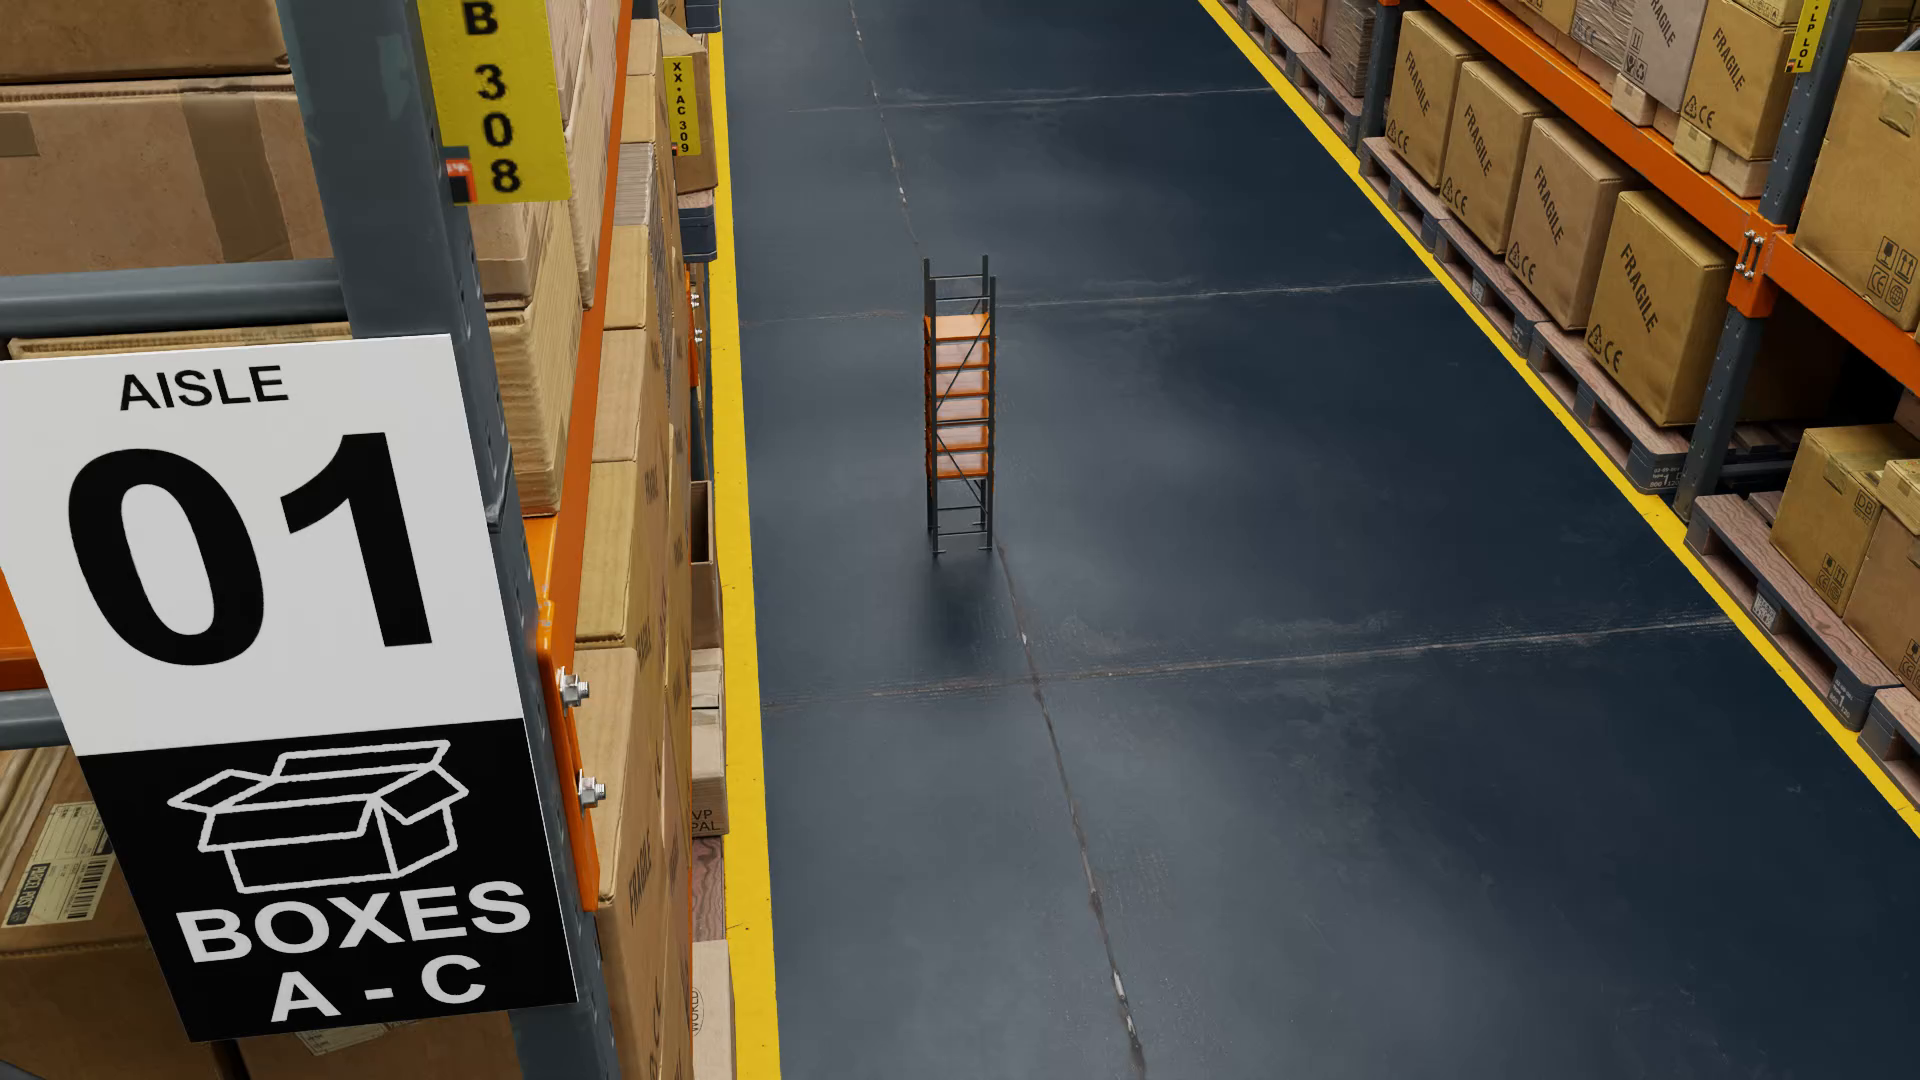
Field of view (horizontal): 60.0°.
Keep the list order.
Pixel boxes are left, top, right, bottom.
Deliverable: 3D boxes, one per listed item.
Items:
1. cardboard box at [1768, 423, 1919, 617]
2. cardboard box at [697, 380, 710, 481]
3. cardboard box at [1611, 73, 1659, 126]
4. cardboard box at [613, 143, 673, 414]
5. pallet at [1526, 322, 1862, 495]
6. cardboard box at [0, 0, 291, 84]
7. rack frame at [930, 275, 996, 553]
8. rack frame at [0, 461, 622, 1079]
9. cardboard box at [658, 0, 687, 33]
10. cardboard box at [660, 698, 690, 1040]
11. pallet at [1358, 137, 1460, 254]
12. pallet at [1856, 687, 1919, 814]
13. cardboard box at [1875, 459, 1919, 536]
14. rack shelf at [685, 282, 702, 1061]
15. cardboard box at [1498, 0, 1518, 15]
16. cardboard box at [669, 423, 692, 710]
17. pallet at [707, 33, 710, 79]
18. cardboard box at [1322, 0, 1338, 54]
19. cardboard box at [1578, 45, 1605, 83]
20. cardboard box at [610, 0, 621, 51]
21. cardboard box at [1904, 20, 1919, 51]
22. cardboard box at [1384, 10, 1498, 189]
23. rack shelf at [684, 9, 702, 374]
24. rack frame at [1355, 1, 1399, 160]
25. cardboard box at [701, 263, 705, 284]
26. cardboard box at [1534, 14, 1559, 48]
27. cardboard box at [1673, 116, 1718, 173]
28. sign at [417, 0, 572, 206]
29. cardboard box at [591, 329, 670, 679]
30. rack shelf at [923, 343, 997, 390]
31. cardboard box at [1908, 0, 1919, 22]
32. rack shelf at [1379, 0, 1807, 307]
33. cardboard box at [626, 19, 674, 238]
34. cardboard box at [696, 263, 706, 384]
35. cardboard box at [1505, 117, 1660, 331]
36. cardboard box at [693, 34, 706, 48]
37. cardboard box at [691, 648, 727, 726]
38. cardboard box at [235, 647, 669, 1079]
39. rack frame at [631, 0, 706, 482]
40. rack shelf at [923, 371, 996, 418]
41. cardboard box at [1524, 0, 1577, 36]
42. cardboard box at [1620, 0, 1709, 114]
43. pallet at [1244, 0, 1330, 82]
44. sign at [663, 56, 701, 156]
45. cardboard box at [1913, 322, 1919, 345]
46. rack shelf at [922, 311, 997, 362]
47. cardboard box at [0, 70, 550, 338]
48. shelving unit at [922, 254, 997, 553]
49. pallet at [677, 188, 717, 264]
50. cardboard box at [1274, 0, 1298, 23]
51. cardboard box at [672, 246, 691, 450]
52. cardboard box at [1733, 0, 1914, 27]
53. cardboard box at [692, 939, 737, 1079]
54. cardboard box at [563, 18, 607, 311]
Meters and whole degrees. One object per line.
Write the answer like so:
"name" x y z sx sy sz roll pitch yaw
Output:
"cardboard box" 3.470 -0.089 6.063 0.700 0.500 0.500 -4 34 -6
"cardboard box" -1.261 -0.433 6.551 0.500 0.500 0.500 -6 35 -9
"cardboard box" 3.003 -1.875 7.043 0.380 0.149 0.250 -4 35 -6
"cardboard box" -0.974 -0.621 4.021 0.500 0.500 0.500 -4 34 -6
"pallet" 3.292 -0.646 7.510 1.003 0.211 1.213 -4 35 -6
"cardboard box" -0.985 -0.743 1.537 0.700 0.500 0.500 -4 35 -6
"rack frame" 0.010 -0.453 6.349 0.240 1.200 0.006 -4 35 -6
"rack frame" -0.899 1.236 2.272 1.000 3.000 0.127 -4 35 -6
"cardboard box" -1.435 -1.871 6.370 0.700 0.500 0.500 1 34 1
"cardboard box" -0.772 0.640 3.059 0.500 0.500 0.500 -5 35 -7
"pallet" 2.964 -2.007 9.508 1.003 0.211 1.213 -4 35 -6
"pallet" 3.663 0.892 5.254 1.003 0.211 1.213 -4 35 -6
"cardboard box" 3.335 -0.152 5.580 0.380 0.149 0.250 -3 34 -5
"rack shelf" -1.168 0.418 4.113 1.077 0.370 4.000 -4 35 -6
"cardboard box" 2.924 -2.737 8.308 0.380 0.149 0.250 -4 34 -5
"cardboard box" -0.903 0.081 3.879 0.500 0.500 0.500 -4 34 -6
"pallet" -2.208 -3.217 11.284 1.003 0.211 1.213 -4 35 -6
"cardboard box" 2.830 -3.448 10.975 0.700 0.500 0.500 -4 35 -6
"cardboard box" 3.017 -2.157 7.457 0.380 0.149 0.250 -5 35 -8
"cardboard box" -0.913 -1.085 3.148 0.500 0.250 0.500 -4 35 -6
"cardboard box" 3.659 -1.821 6.388 0.500 0.500 0.500 -6 35 -8
"cardboard box" 2.902 -2.470 9.247 0.750 0.750 0.750 -5 35 -7
"rack shelf" -1.706 -1.815 7.388 1.077 0.370 4.000 -4 35 -6
"rack frame" 2.933 -3.605 9.377 1.000 3.000 0.127 -4 35 -6
"cardboard box" -1.548 -1.584 8.240 0.500 0.500 0.500 -6 35 -8
"cardboard box" 2.965 -2.453 7.892 0.380 0.149 0.250 -4 34 -6
"cardboard box" 3.087 -1.584 6.616 0.380 0.149 0.250 -4 34 -5
"sign" -0.362 -0.406 1.242 0.100 0.325 0.005 -4 35 -6
"cardboard box" -0.838 -0.056 3.193 0.500 0.500 0.500 -4 34 -6
"rack shelf" -0.002 -0.665 6.314 0.258 0.103 0.180 -4 35 -6
"cardboard box" 3.667 -2.132 6.178 0.500 0.250 0.500 -3 34 -5
"rack shelf" 3.202 -2.192 7.942 1.077 0.370 4.000 -4 35 -6
"cardboard box" -1.113 -1.188 4.853 0.500 0.500 0.500 -4 34 -6
"cardboard box" -1.404 -1.009 7.396 0.500 0.500 0.500 -4 34 -6
"cardboard box" 3.132 -1.507 7.834 0.750 0.750 0.750 -3 34 -5
"cardboard box" -1.755 -2.811 9.783 0.500 0.311 0.500 -3 34 -5
"cardboard box" -0.970 0.502 5.491 0.380 0.149 0.250 -4 35 -6
"cardboard box" -0.698 0.514 2.355 0.500 0.500 0.500 -3 34 -5
"rack frame" -1.437 -0.996 5.548 1.000 3.000 0.127 -4 35 -6
"rack shelf" -0.002 -0.566 6.381 0.258 0.103 0.180 -4 35 -6
"cardboard box" 2.949 -2.627 7.571 0.500 0.500 0.500 -3 34 -5
"cardboard box" 3.081 -2.068 6.750 0.500 0.500 0.500 -4 34 -6
"pallet" 2.668 -3.568 11.799 1.003 0.211 1.213 -4 35 -6
"sign" -0.901 -1.399 5.370 0.100 0.325 0.005 -4 35 -6
"cardboard box" 3.620 -0.785 4.972 0.980 0.700 0.700 -5 35 -8
"rack shelf" -0.002 -0.765 6.246 0.258 0.103 0.180 -4 35 -6
"cardboard box" -0.711 -0.454 1.779 0.500 0.250 0.500 -4 35 -6
"shelving unit" -0.002 -0.504 6.424 0.258 1.200 0.189 -4 35 -6
"pallet" -1.437 -1.371 6.268 1.003 0.211 1.213 -4 35 -6
"cardboard box" 2.658 -4.004 11.791 0.700 0.500 0.500 -4 34 -6
"cardboard box" -1.045 -0.490 4.717 0.500 0.500 0.500 -3 34 -5
"cardboard box" 3.154 -2.097 6.127 0.500 0.250 0.500 -4 34 -5
"cardboard box" -0.826 1.308 4.218 0.500 0.250 0.500 -4 35 -6
"cardboard box" -0.771 -0.527 2.330 0.500 0.250 0.500 -4 35 -6
